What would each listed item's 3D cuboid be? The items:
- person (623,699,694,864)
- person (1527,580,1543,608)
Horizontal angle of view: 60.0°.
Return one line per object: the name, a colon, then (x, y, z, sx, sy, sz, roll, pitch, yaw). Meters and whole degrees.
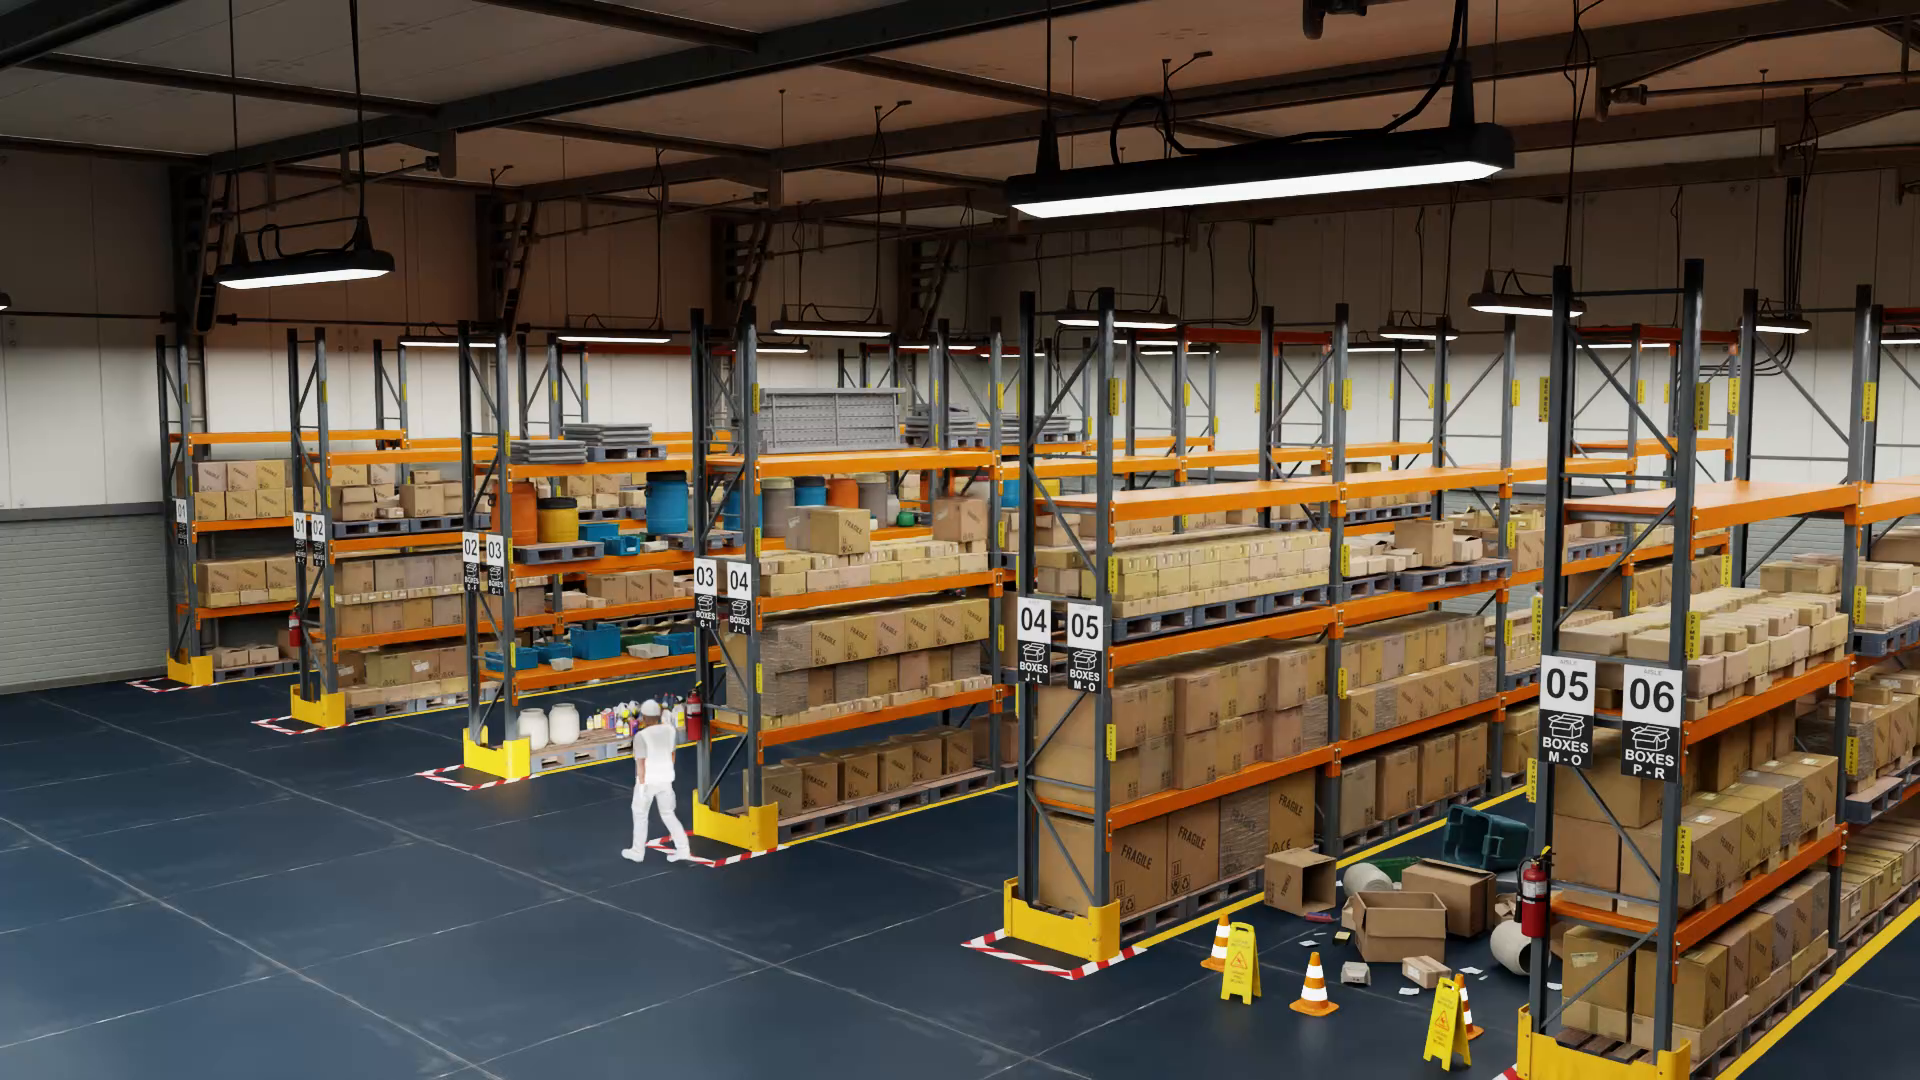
person: (-3.243, 2.601, 17.932, 0.737, 1.809, 0.417, 0, 5, 0)
person: (10.334, 1.555, 29.607, 0.510, 1.706, 0.510, 1, 5, 9)
